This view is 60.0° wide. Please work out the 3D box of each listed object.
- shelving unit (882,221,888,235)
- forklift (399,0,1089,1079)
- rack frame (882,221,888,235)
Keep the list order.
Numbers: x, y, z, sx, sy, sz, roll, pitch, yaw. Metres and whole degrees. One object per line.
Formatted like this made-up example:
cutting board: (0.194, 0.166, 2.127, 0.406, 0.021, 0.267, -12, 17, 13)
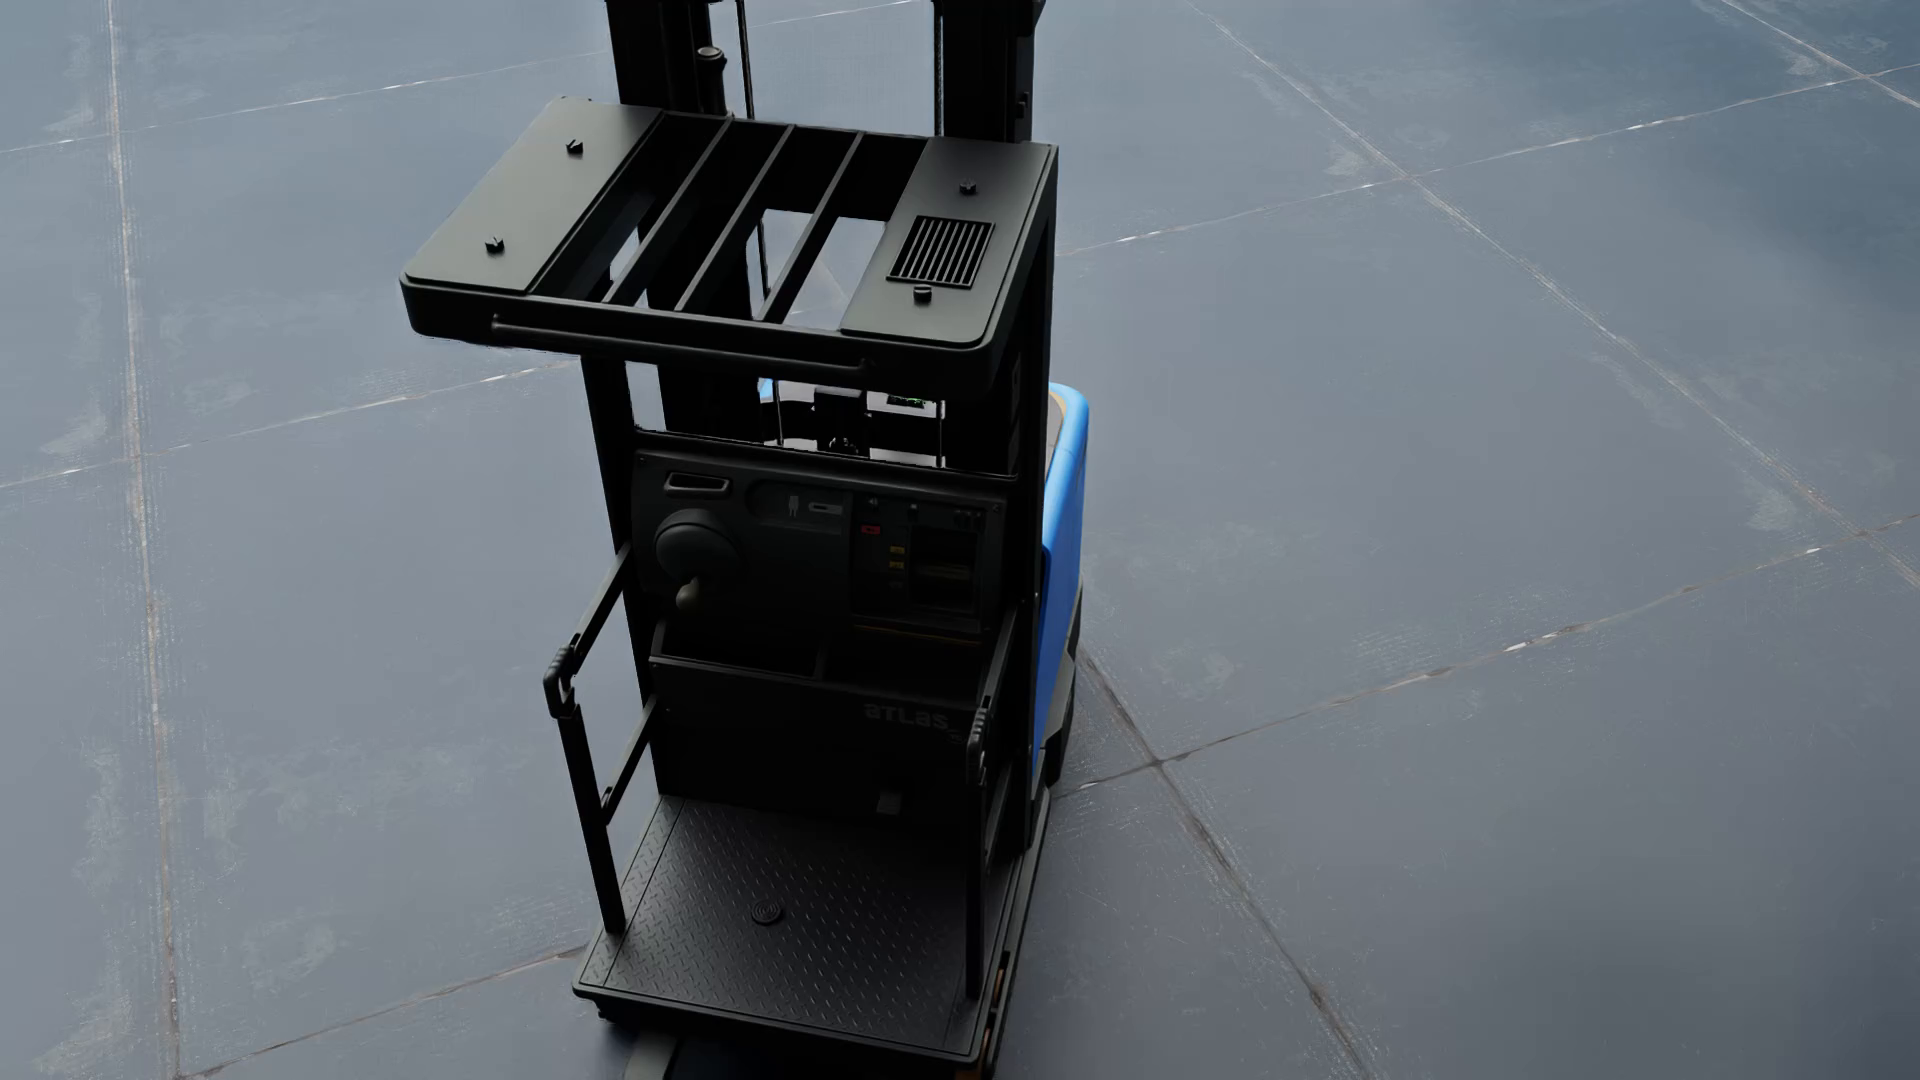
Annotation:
shelving unit: (-0.063, -0.555, 5.975, 0.258, 1.200, 0.503, -15, 43, -17)
forklift: (-0.392, 0.099, 3.887, 1.130, 2.935, 3.031, 8, 41, 9)
rack frame: (-0.157, -0.702, 6.146, 0.240, 1.200, 0.015, -15, 43, -17)
